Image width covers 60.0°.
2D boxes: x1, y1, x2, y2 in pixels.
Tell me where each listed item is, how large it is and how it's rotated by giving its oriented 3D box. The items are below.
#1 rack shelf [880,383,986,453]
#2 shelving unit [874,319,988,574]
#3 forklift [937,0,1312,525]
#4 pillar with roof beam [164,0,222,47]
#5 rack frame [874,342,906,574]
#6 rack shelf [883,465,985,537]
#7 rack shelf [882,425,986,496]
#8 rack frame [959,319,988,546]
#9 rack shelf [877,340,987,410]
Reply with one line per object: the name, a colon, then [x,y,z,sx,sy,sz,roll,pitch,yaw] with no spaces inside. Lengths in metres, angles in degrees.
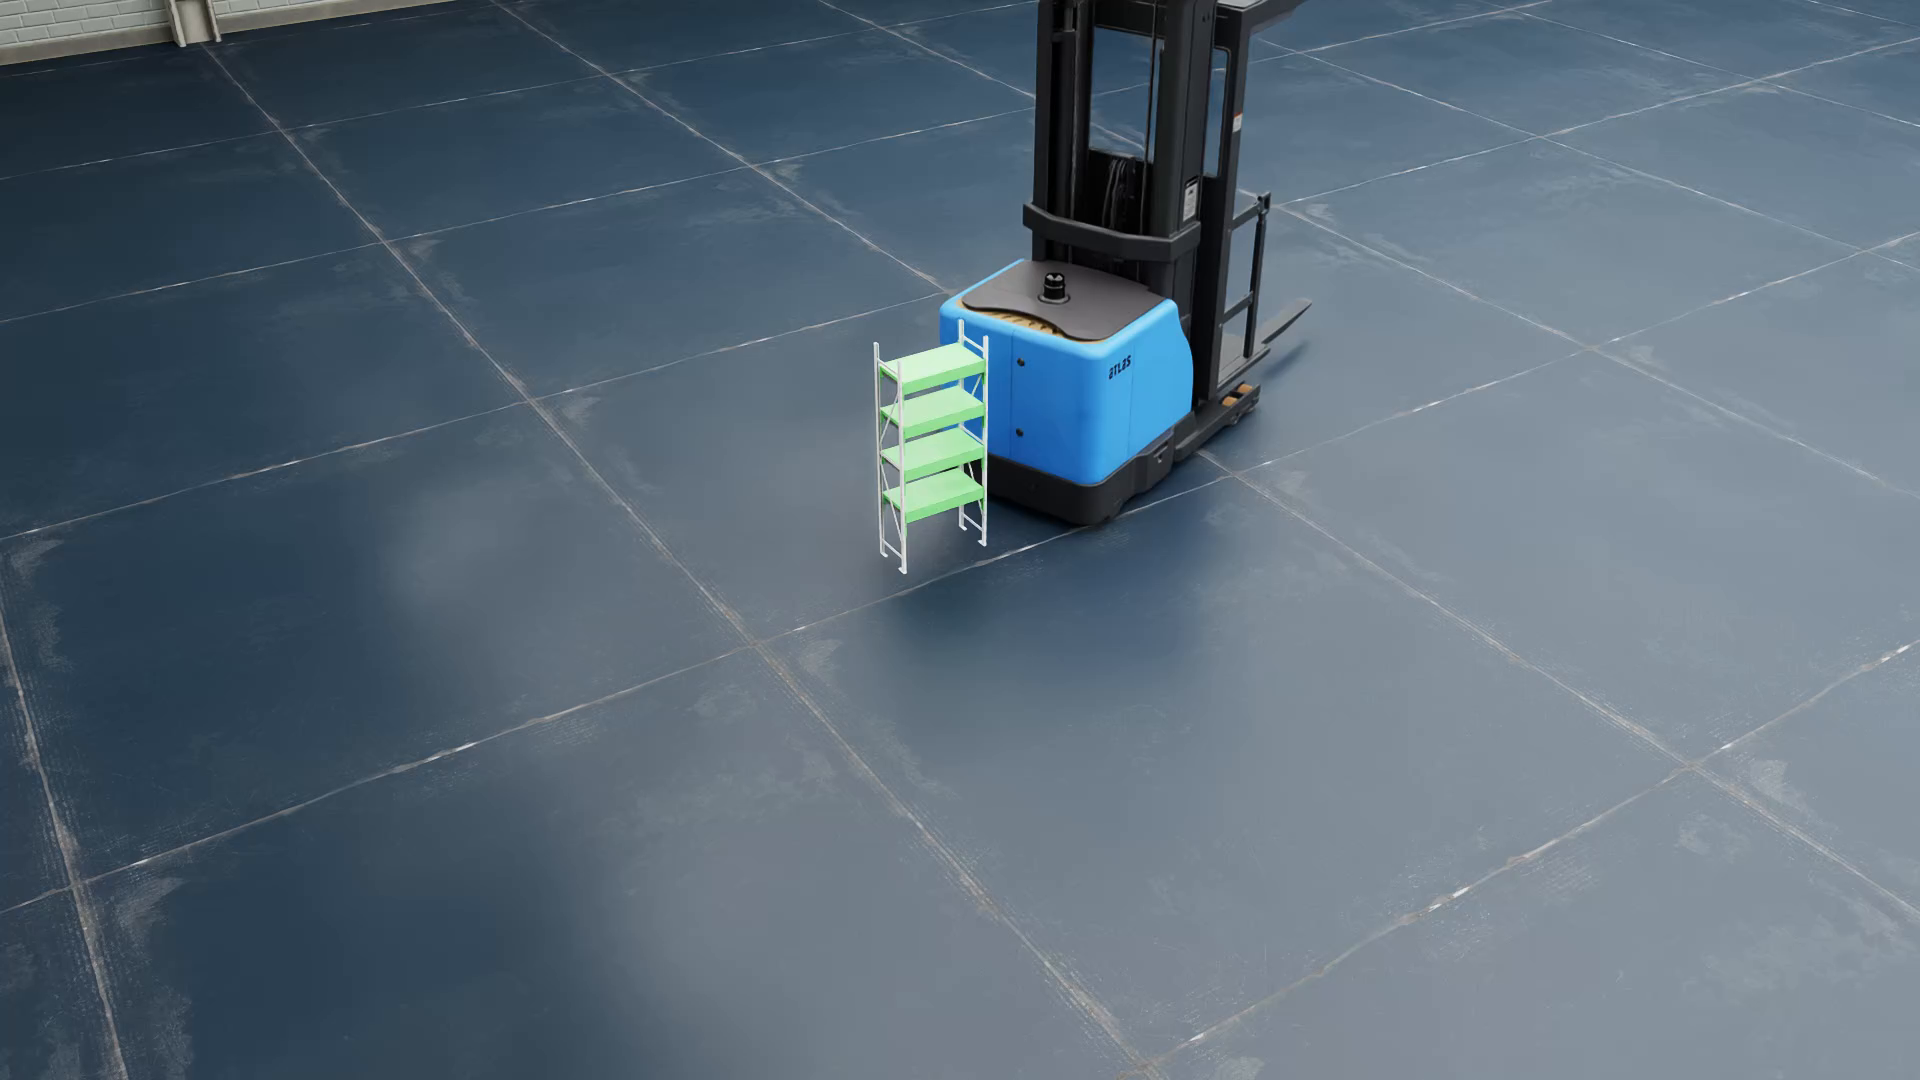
rack shelf: [-0.139,-0.609,8.260,0.480,0.148,0.258,-19,37,-27]
shelving unit: [-0.139,-0.460,8.354,0.503,1.200,0.258,-19,37,-27]
forklift: [1.140,-2.054,9.260,1.130,2.935,3.031,21,38,29]
pillar with roof beam: [-5.327,-6.896,11.247,0.400,9.000,9.100,-19,37,-27]
rack frame: [-0.344,-0.389,8.242,0.015,1.200,0.240,-19,37,-27]
rack shelf: [-0.139,-0.203,8.516,0.480,0.148,0.258,-19,37,-27]
rack shelf: [-0.139,-0.406,8.388,0.480,0.148,0.258,-19,37,-27]
rack frame: [0.066,-0.530,8.466,0.015,1.200,0.240,-19,37,-27]
rack shelf: [-0.139,-0.812,8.132,0.480,0.148,0.258,-19,37,-27]
